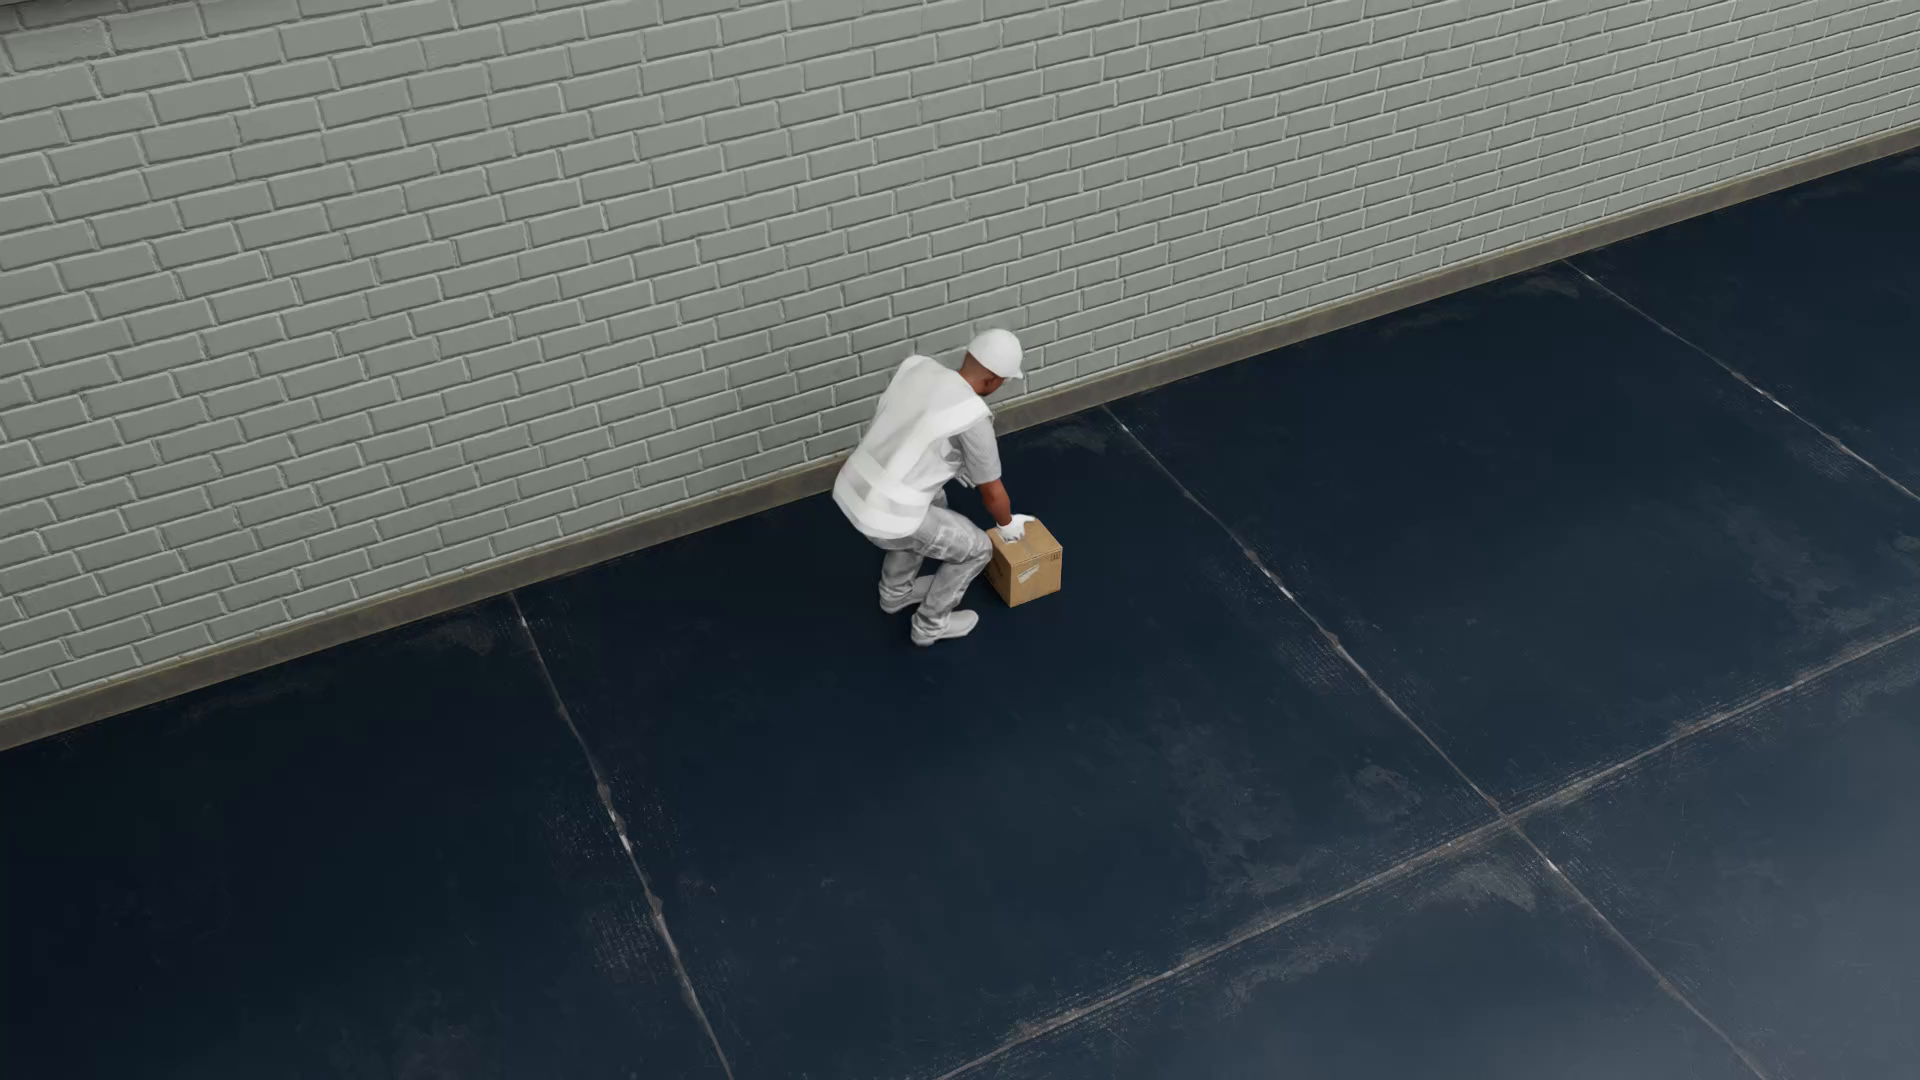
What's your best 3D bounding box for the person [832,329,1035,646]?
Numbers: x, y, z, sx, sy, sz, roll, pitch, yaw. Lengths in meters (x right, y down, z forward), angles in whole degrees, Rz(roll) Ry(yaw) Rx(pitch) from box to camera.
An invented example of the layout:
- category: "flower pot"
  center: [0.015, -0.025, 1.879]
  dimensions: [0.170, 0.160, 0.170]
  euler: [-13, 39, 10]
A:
- category: "person"
  center: [-0.120, -0.216, 6.748]
  dimensions: [0.816, 1.319, 0.611]
  euler: [-19, 44, -20]
